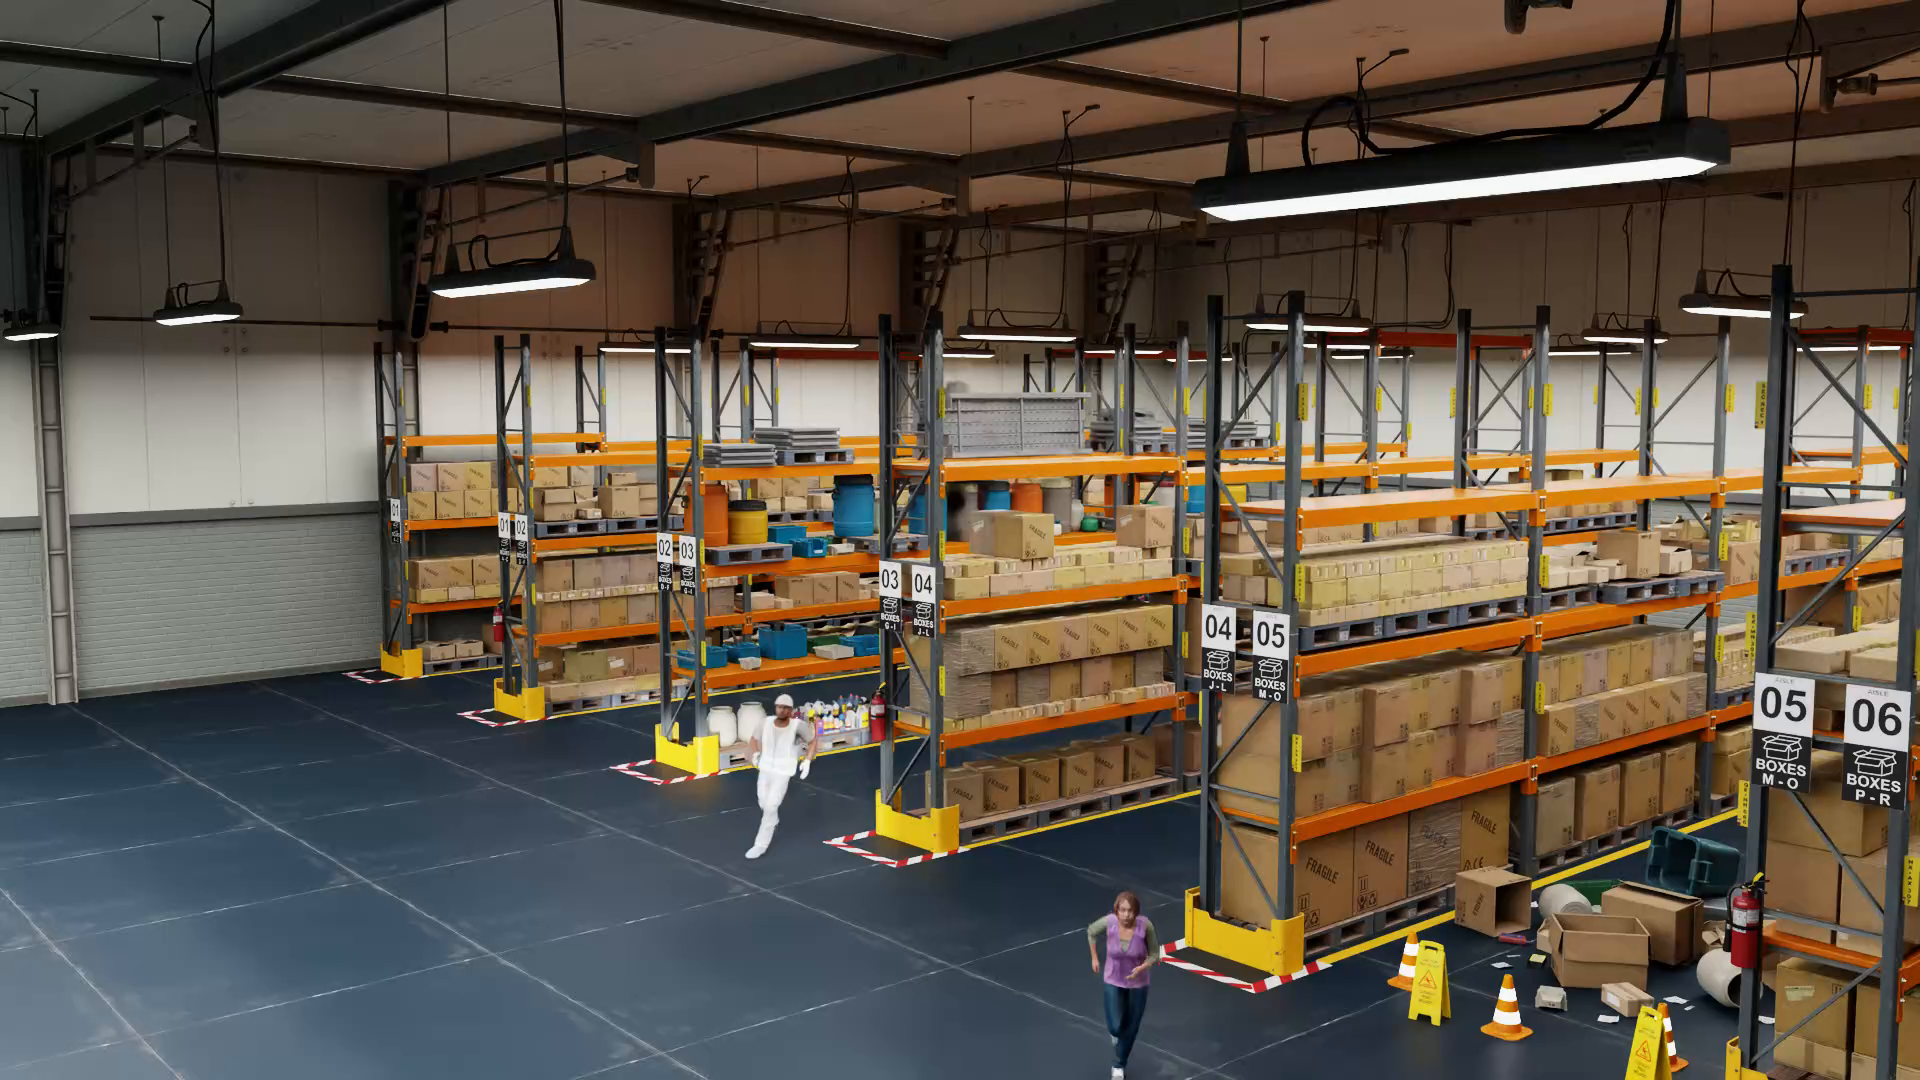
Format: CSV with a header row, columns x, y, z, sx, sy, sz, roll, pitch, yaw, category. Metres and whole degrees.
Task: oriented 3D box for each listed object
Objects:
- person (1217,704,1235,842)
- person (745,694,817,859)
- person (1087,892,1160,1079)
x,y,z,sx,sy,sz,roll,pitch,yaw,category
3.025,2.646,18.848,0.549,1.621,0.594,5,7,41,person
-2.028,2.588,18.529,0.742,1.753,0.981,2,5,18,person
1.208,3.303,12.295,0.527,1.530,0.665,0,5,3,person
